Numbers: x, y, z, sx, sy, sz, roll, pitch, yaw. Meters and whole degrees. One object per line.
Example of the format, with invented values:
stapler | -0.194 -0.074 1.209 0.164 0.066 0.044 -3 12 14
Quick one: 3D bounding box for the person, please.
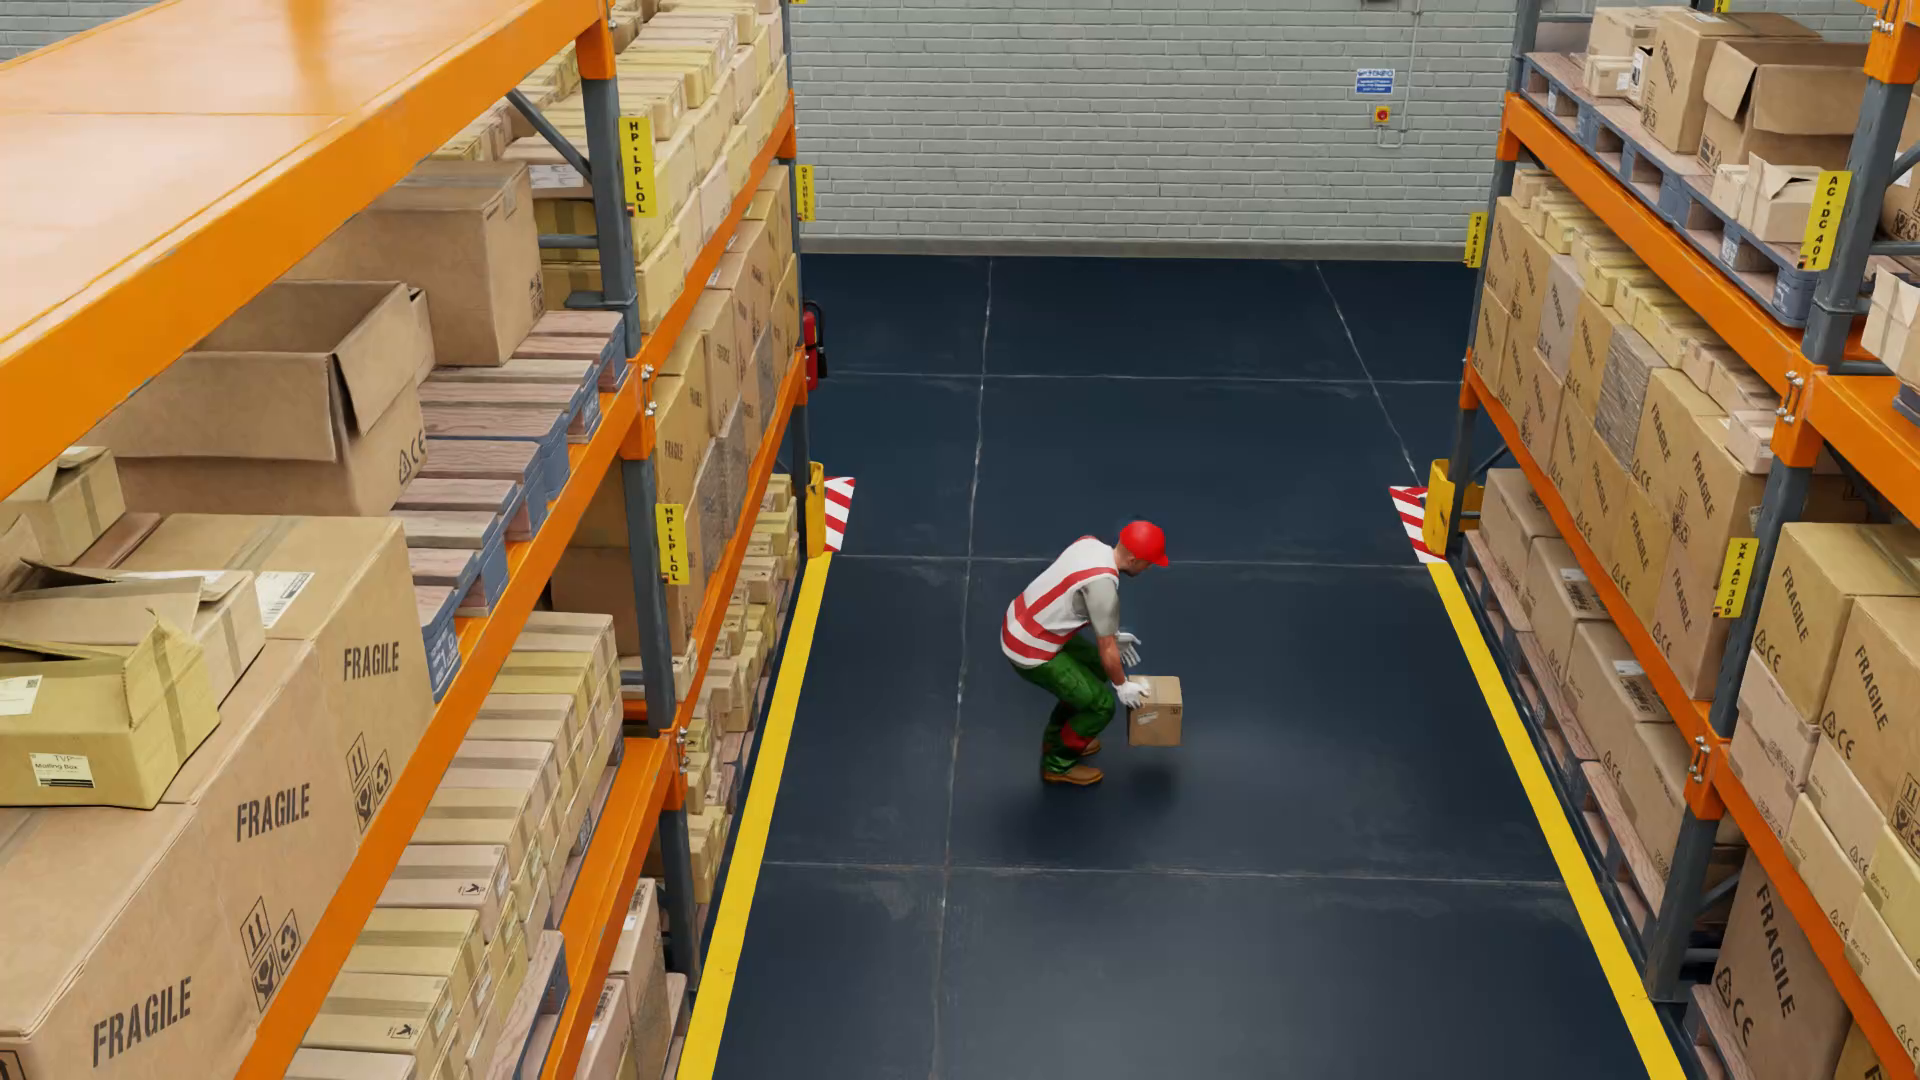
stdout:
person | 0.592 0.513 8.088 0.793 1.354 0.585 1 28 2
